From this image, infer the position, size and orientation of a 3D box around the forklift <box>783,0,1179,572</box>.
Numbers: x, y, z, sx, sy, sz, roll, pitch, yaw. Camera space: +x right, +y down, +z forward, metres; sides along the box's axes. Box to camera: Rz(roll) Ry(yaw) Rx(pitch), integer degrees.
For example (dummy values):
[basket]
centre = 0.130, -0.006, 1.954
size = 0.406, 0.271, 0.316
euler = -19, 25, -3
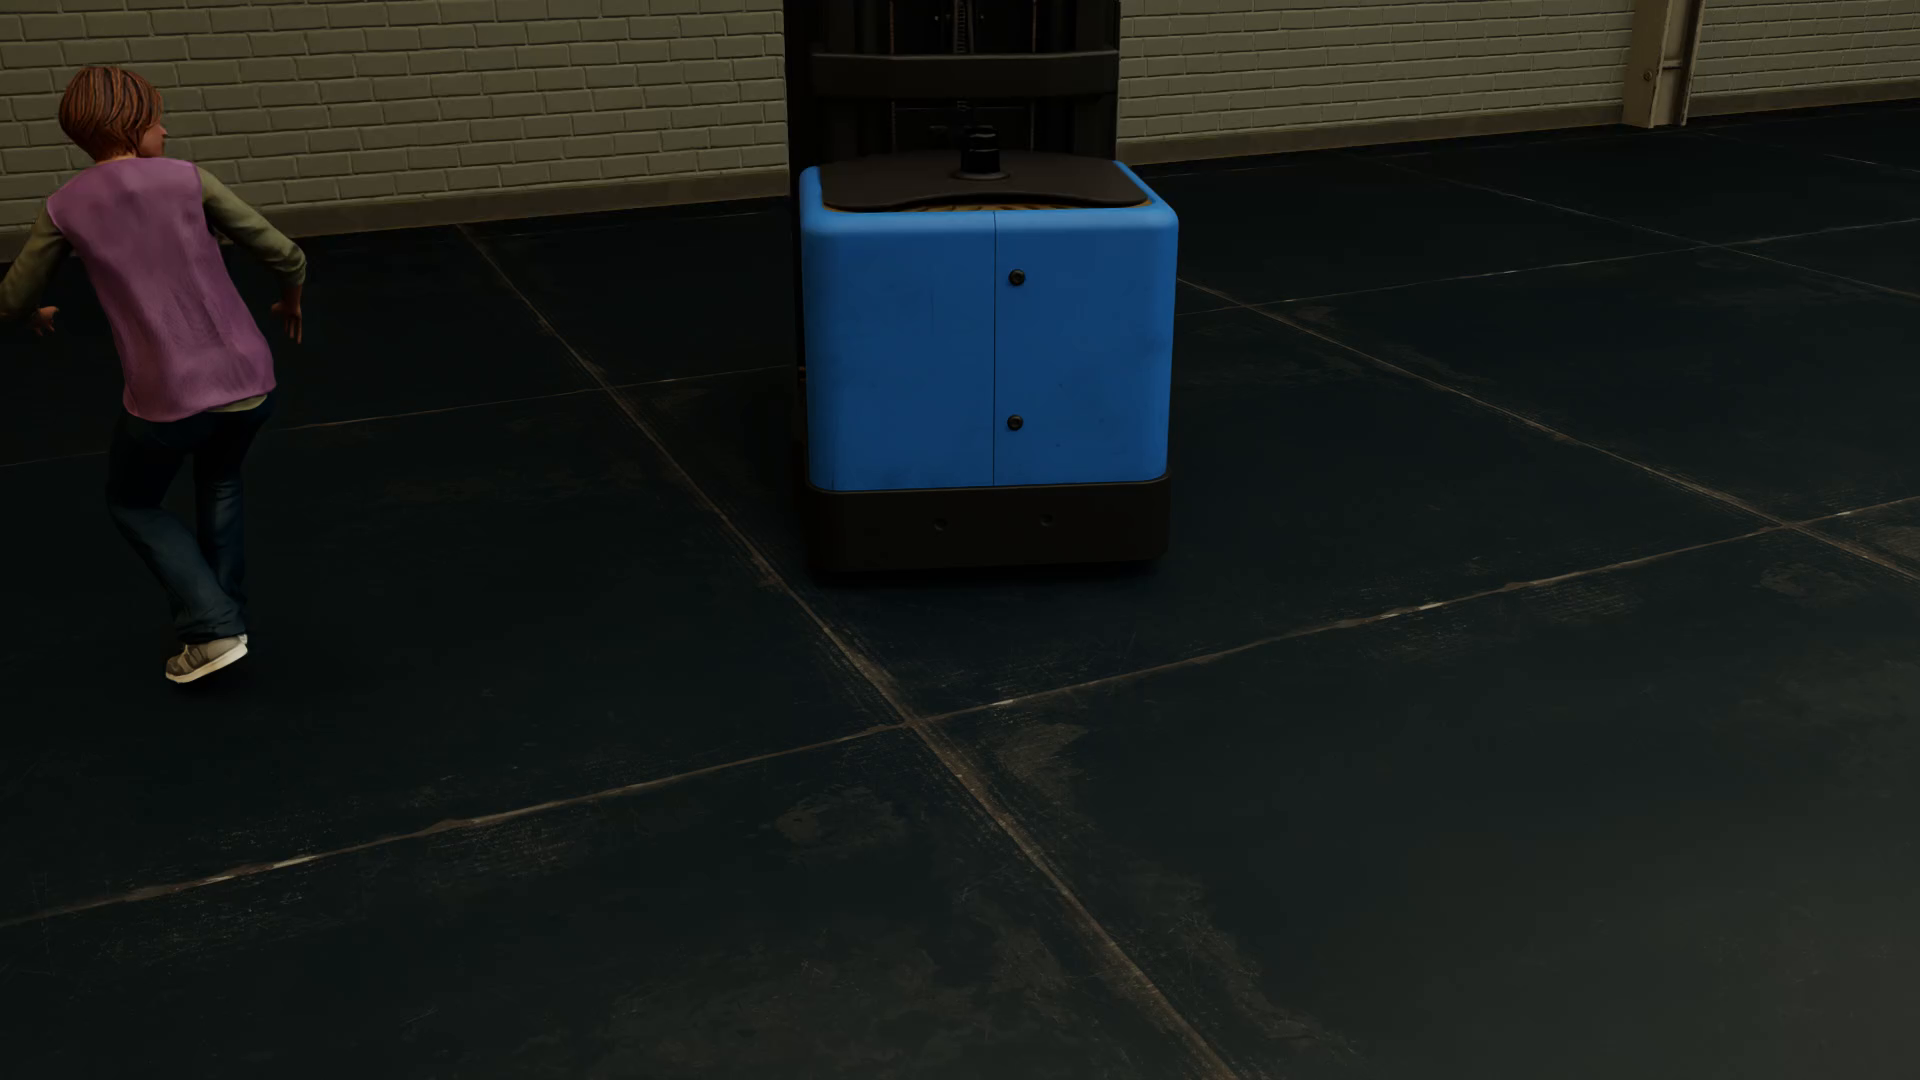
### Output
[forklift]
centre = -0.050, -1.789, 5.592
size = 1.130, 2.935, 3.031
euler = -2, 23, -5

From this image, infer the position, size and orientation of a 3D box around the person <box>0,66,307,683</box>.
[person]
centre = -1.959, -0.408, 4.138
size = 0.694, 1.505, 0.672
euler = -18, 28, -36
